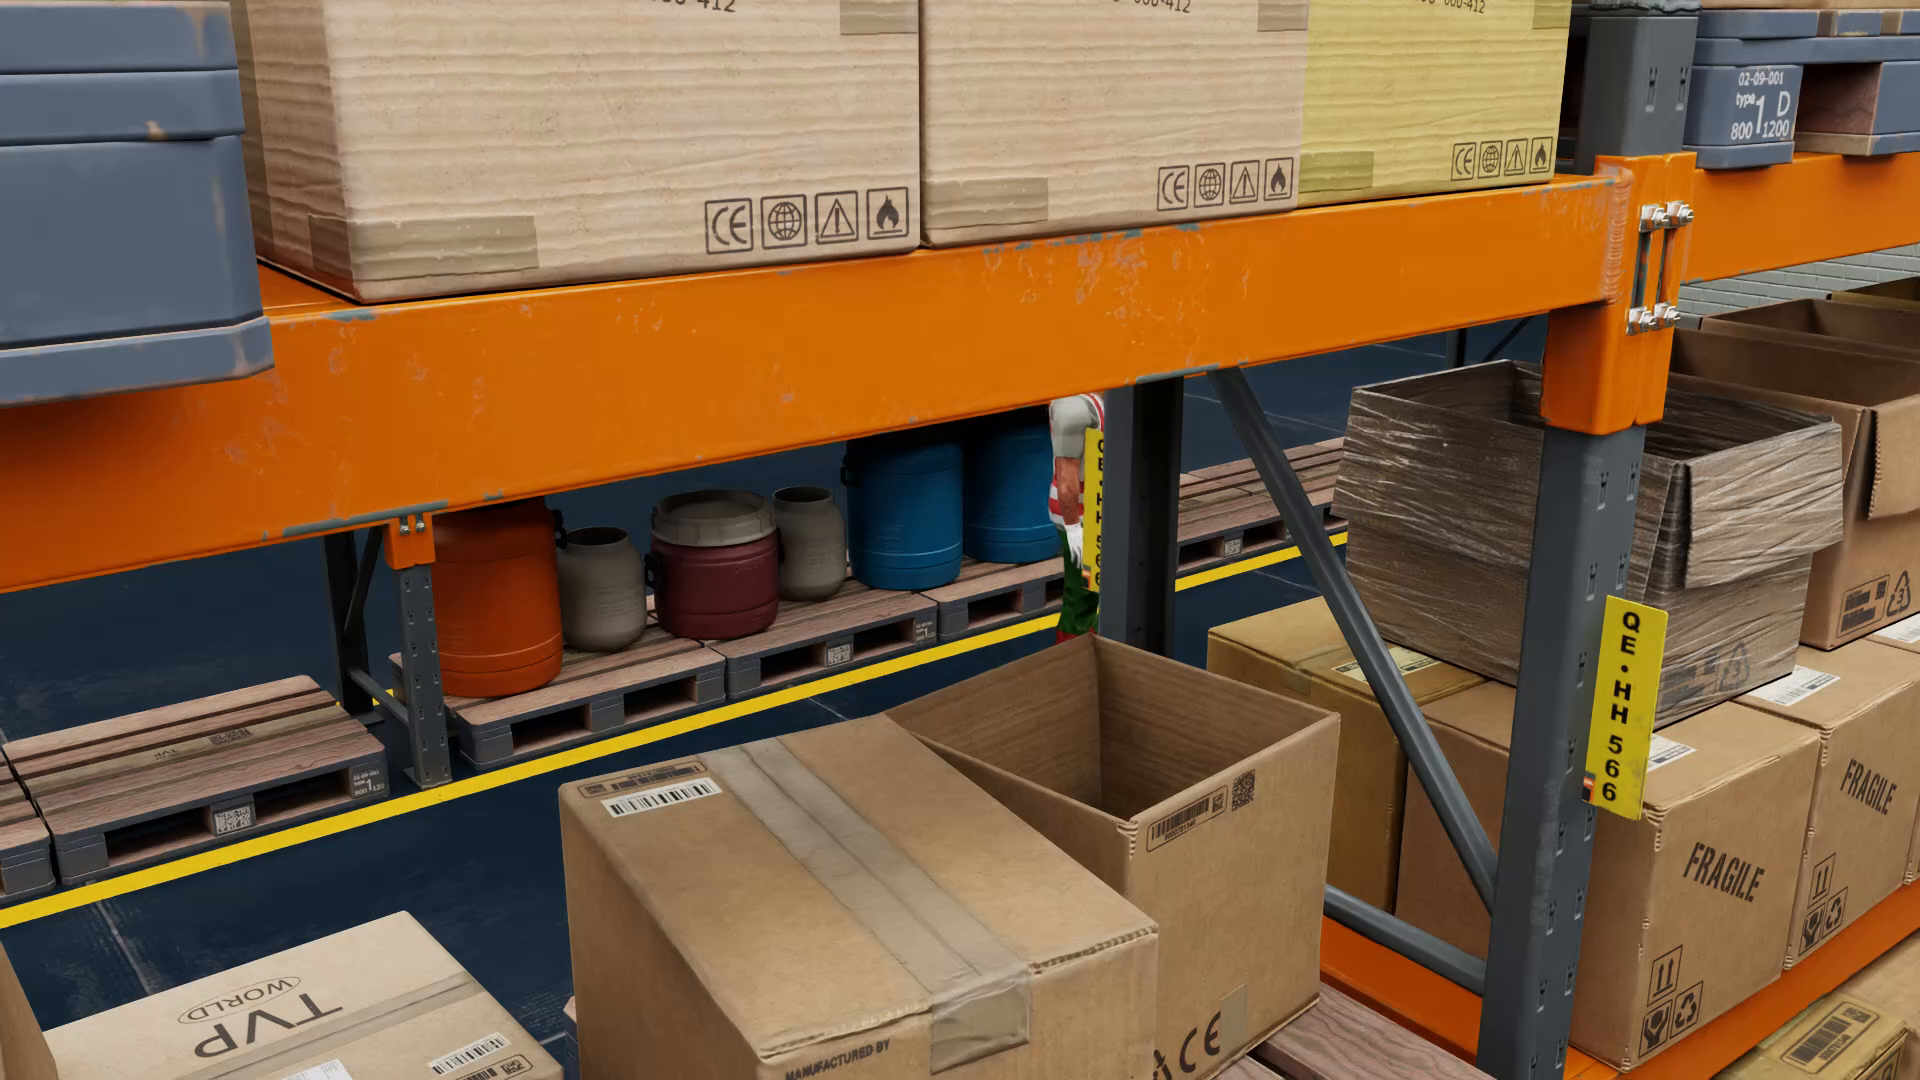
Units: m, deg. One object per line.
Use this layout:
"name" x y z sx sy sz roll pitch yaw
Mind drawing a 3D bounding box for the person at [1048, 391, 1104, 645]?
"person" 0.603 -0.079 7.262 0.441 1.806 0.568 2 18 6
